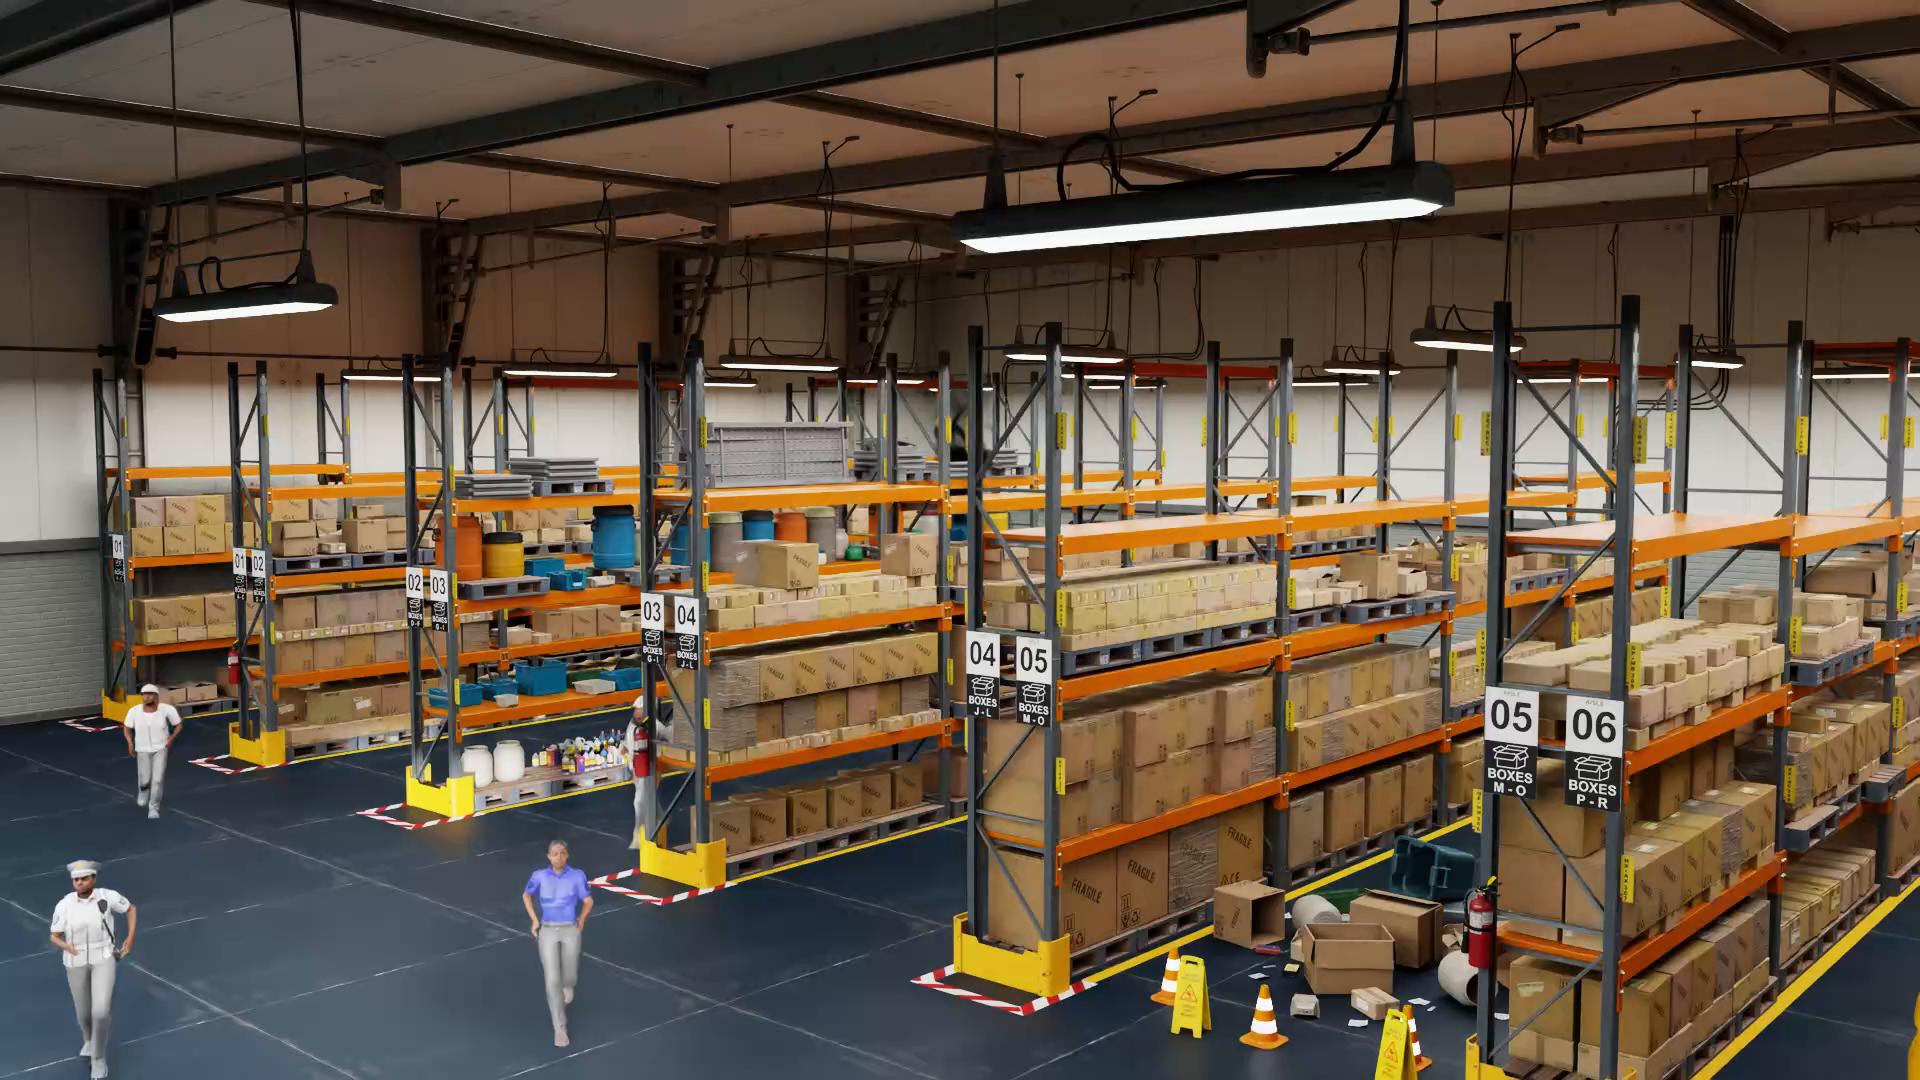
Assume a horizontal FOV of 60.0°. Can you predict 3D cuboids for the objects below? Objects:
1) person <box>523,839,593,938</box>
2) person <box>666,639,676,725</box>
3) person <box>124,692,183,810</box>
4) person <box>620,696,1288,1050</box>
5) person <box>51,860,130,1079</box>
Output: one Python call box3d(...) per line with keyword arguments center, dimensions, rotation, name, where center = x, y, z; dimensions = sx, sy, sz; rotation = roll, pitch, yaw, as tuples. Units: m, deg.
box3d(center=(-3.355, 2.907, 13.891), dimensions=(0.579, 0.791, 0.511), rotation=(-1, 4, -15), name="person")
box3d(center=(-4.528, 2.199, 27.457), dimensions=(0.704, 1.692, 0.875), rotation=(3, 5, 36), name="person")
box3d(center=(-10.460, 2.802, 21.579), dimensions=(0.691, 1.441, 0.581), rotation=(-2, 4, -21), name="person")
box3d(center=(-9.433, 0.889, 17.637), dimensions=(24.301, 6.037, 11.417), rotation=(3, 5, 37), name="person")
box3d(center=(-6.901, 3.372, 13.216), dimensions=(0.535, 1.728, 0.653), rotation=(-1, 4, -18), name="person")
